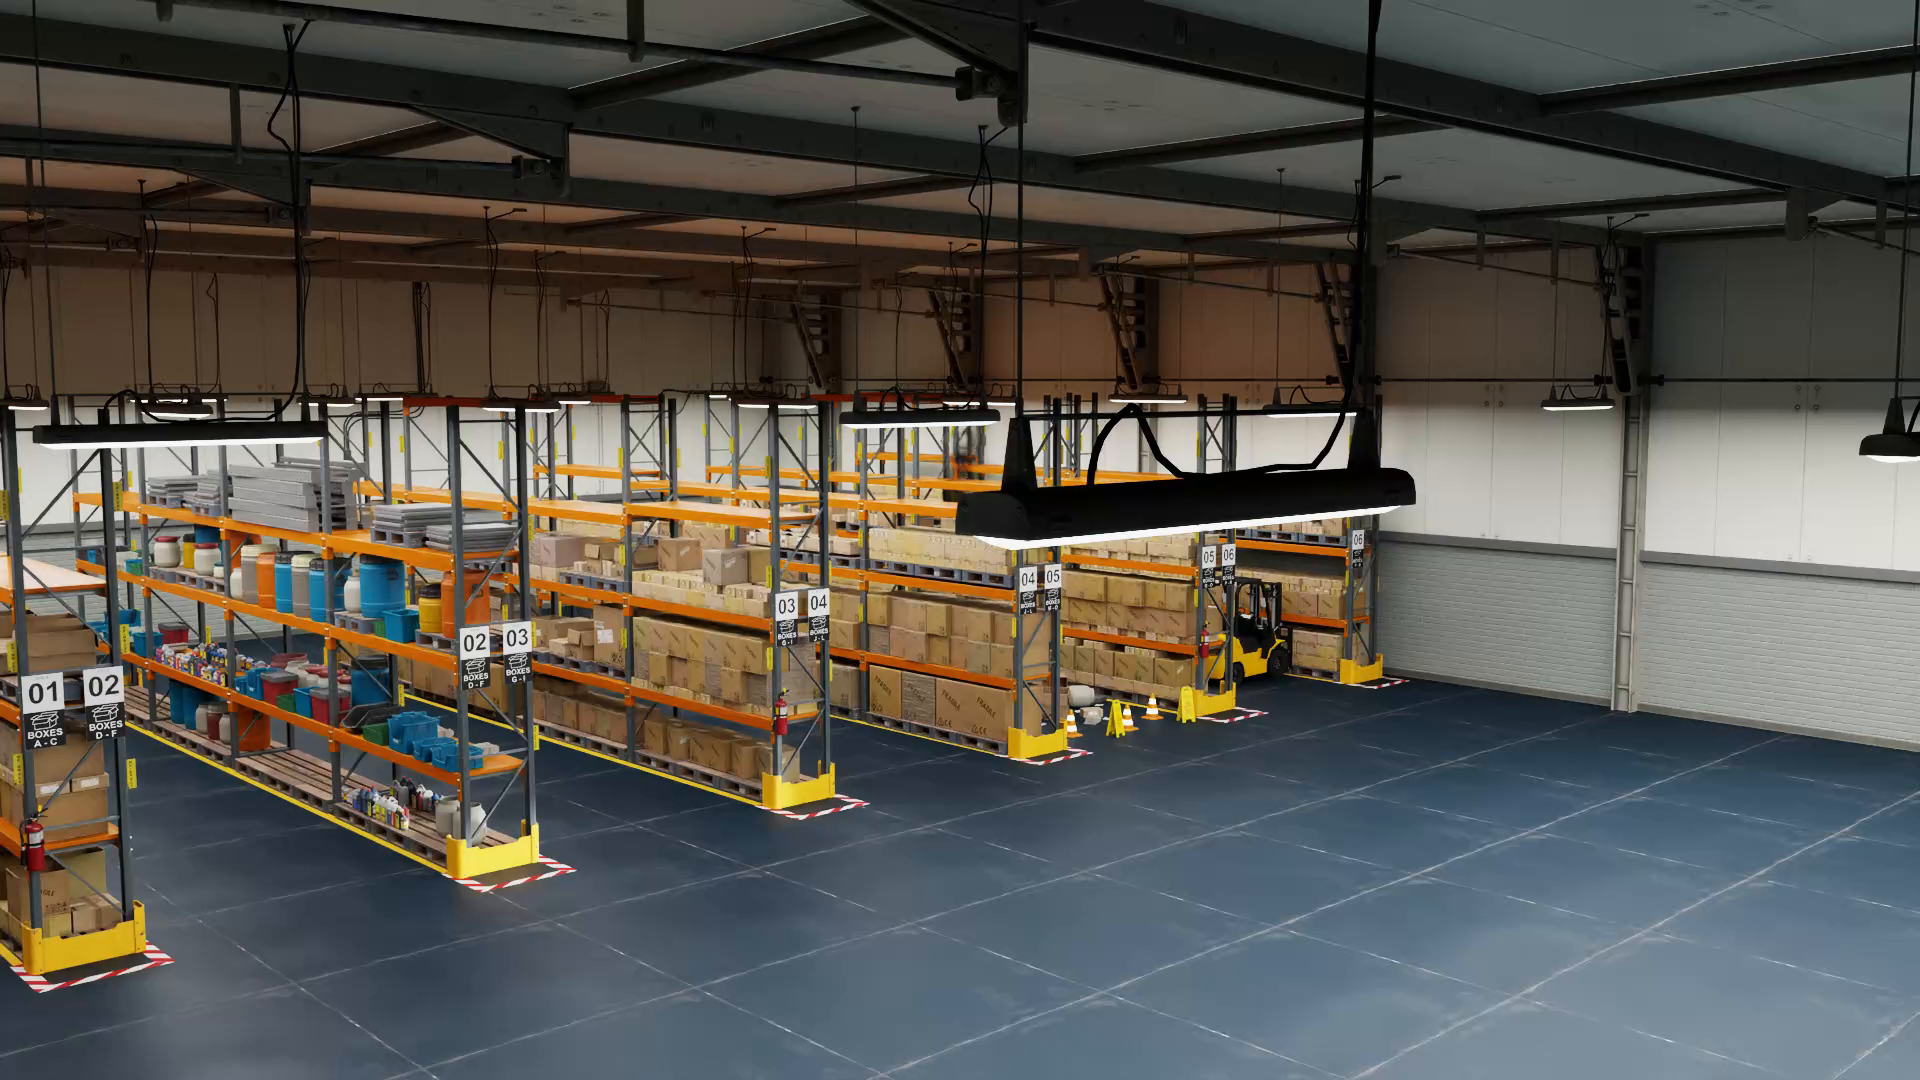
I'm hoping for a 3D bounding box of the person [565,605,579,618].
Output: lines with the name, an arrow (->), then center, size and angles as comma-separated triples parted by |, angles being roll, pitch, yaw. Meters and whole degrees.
person -> -9.585, 1.556, 41.281 | 0.546, 1.561, 0.692 | 0, 6, -2
